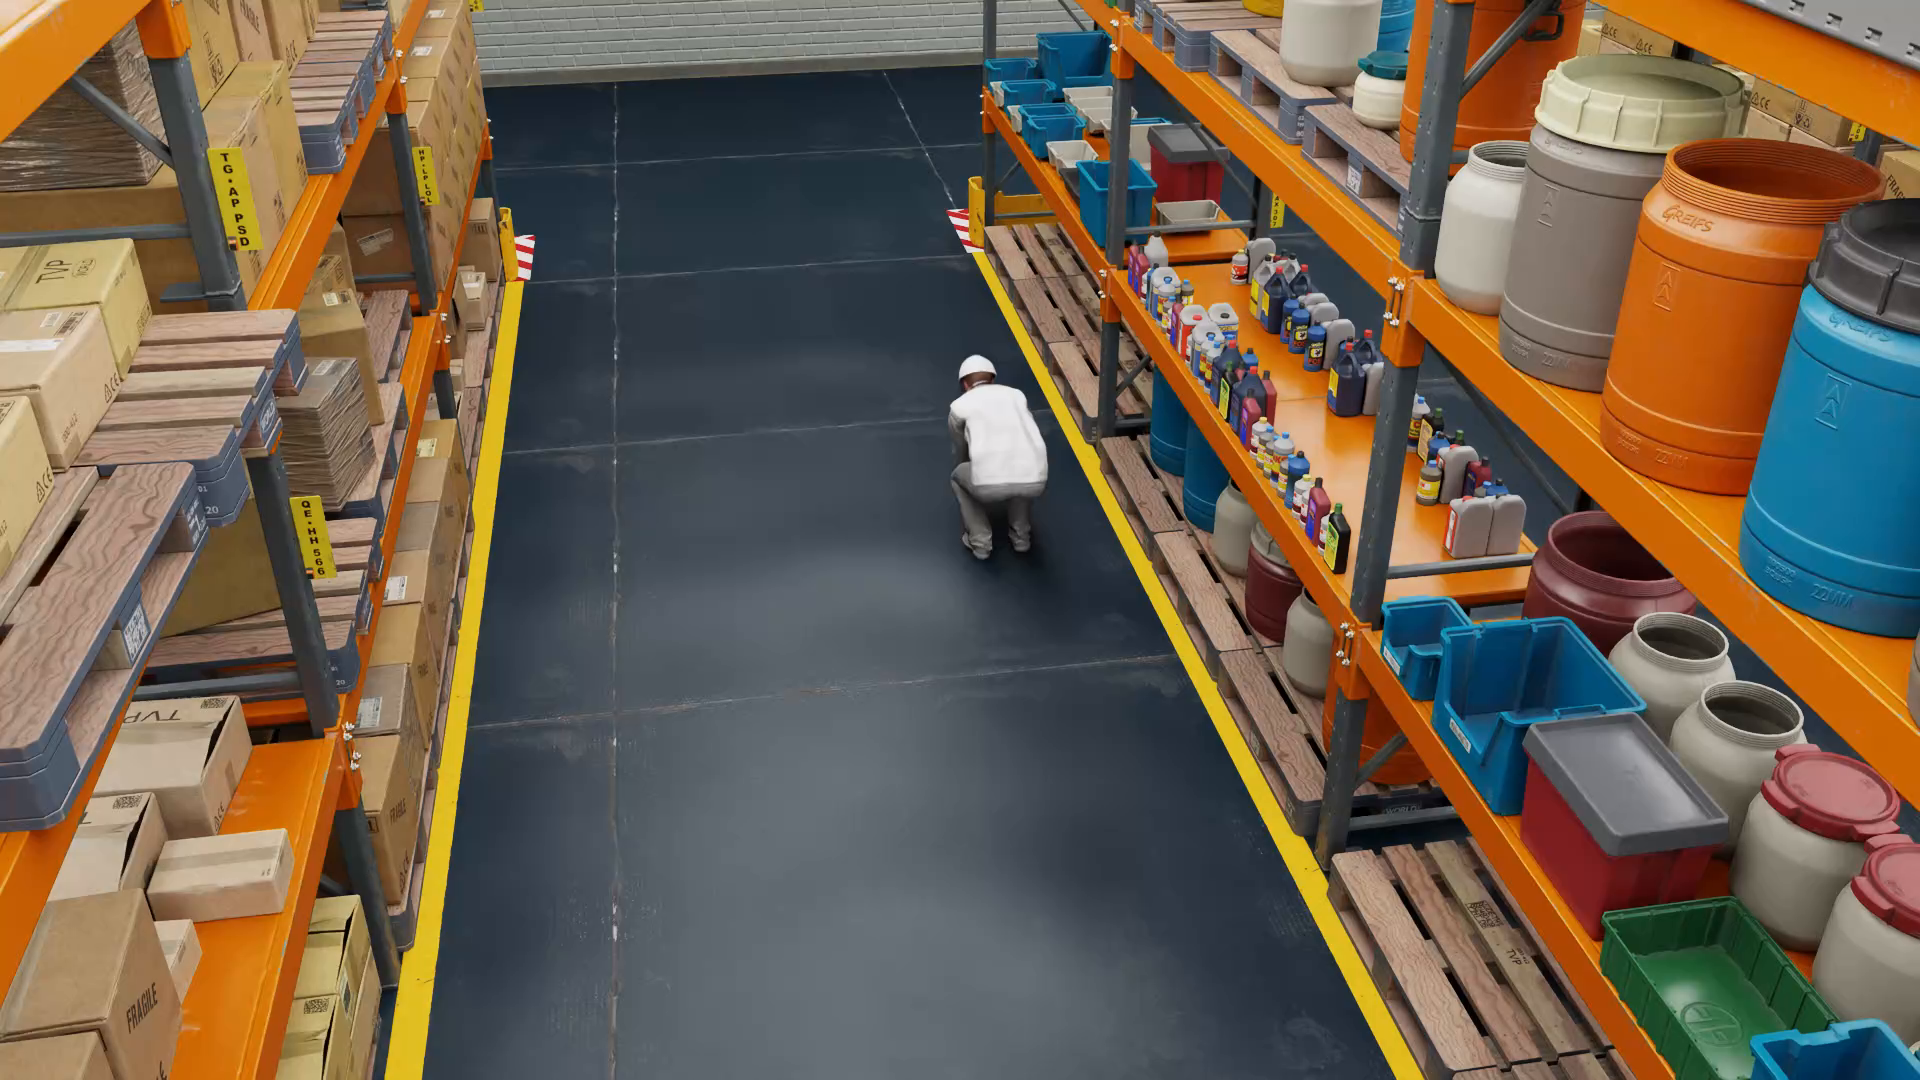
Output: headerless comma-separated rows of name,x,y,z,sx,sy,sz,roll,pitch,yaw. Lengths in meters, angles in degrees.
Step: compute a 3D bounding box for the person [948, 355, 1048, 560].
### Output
person,0.200,-0.464,9.667,0.501,1.005,0.930,-6,31,-10
